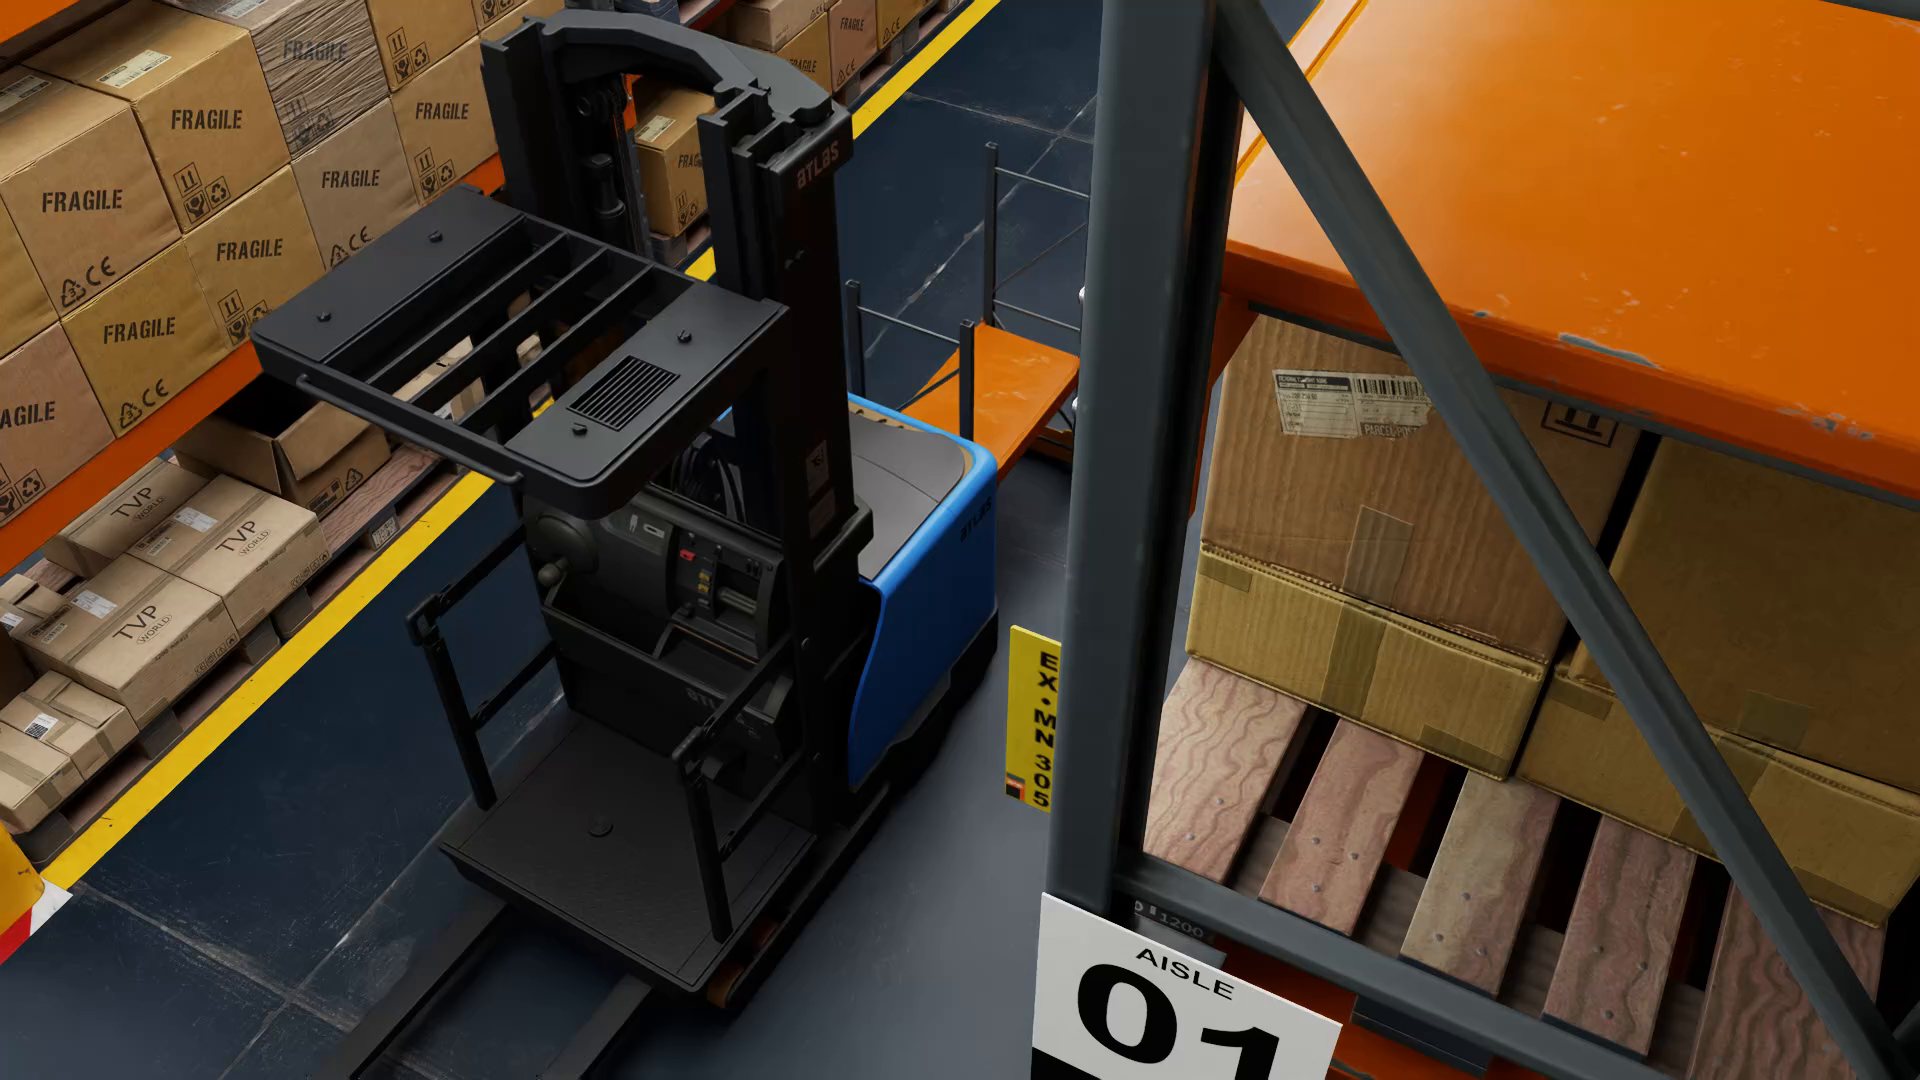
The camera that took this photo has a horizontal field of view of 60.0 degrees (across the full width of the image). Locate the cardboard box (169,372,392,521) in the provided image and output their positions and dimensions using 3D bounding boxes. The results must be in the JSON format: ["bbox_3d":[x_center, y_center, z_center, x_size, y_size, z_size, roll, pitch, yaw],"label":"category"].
[{"bbox_3d":[-2.823,-0.490,6.851,0.797,0.503,0.637,20,49,19],"label":"cardboard box"}]

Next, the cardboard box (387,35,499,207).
[{"bbox_3d":[-2.198,-1.708,6.539,0.500,0.500,0.500,22,49,20],"label":"cardboard box"}]

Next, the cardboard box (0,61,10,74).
[{"bbox_3d":[-3.378,-1.283,5.415,0.500,0.500,0.500,22,49,20],"label":"cardboard box"}]

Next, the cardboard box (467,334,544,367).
[{"bbox_3d":[-2.089,-0.842,7.448,0.380,0.149,0.250,20,49,19],"label":"cardboard box"}]

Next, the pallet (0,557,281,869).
[{"bbox_3d":[-3.407,0.552,6.336,1.003,0.211,1.213,20,49,19],"label":"pallet"}]

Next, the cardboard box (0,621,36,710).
[{"bbox_3d":[-3.778,0.422,5.952,0.500,0.500,0.500,20,49,19],"label":"cardboard box"}]

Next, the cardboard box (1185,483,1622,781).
[{"bbox_3d":[0.682,0.022,2.530,0.500,0.250,0.500,22,49,20],"label":"cardboard box"}]

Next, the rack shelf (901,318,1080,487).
[{"bbox_3d":[0.073,-0.478,6.701,0.538,0.185,1.000,22,49,20],"label":"rack shelf"}]

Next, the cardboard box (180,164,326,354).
[{"bbox_3d":[-2.668,-1.062,5.900,0.500,0.500,0.500,21,49,20],"label":"cardboard box"}]

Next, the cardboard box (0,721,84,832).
[{"bbox_3d":[-3.313,0.819,5.806,0.380,0.149,0.250,20,49,19],"label":"cardboard box"}]

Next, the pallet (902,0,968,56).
[{"bbox_3d":[-0.478,-3.480,10.321,1.003,0.211,1.213,20,49,19],"label":"pallet"}]

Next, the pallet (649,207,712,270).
[{"bbox_3d":[-1.611,-1.943,8.801,1.003,0.211,1.213,20,49,19],"label":"pallet"}]

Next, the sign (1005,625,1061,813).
[{"bbox_3d":[0.103,0.229,2.018,0.100,0.325,0.005,20,49,19],"label":"sign"}]

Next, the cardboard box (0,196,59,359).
[{"bbox_3d":[-3.136,-0.789,4.927,0.500,0.500,0.500,21,49,19],"label":"cardboard box"}]

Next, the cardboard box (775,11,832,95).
[{"bbox_3d":[-1.038,-2.550,8.890,0.500,0.500,0.500,21,49,20],"label":"cardboard box"}]

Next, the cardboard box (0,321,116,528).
[{"bbox_3d":[-3.137,-0.432,5.278,0.500,0.500,0.500,20,49,19],"label":"cardboard box"}]

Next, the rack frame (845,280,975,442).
[{"bbox_3d":[-0.176,-0.289,6.262,0.500,1.500,0.032,22,49,20],"label":"rack frame"}]

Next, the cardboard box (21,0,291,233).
[{"bbox_3d":[-2.665,-1.423,5.554,0.500,0.500,0.500,20,49,19],"label":"cardboard box"}]

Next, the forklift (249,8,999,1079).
[{"bbox_3d":[-1.040,0.137,4.834,1.130,2.935,3.031,23,50,21],"label":"forklift"}]

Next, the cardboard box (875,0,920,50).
[{"bbox_3d":[-0.565,-3.201,9.533,0.500,0.500,0.500,19,48,18],"label":"cardboard box"}]

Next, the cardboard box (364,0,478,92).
[{"bbox_3d":[-2.196,-2.057,6.180,0.500,0.500,0.500,20,49,18],"label":"cardboard box"}]

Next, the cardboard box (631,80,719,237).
[{"bbox_3d":[-1.515,-1.898,8.245,0.500,0.500,0.500,18,48,17],"label":"cardboard box"}]

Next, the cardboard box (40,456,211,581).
[{"bbox_3d":[-3.310,-0.079,6.622,0.500,0.250,0.500,20,49,19],"label":"cardboard box"}]

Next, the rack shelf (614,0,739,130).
[{"bbox_3d":[-1.027,-3.405,8.792,1.077,0.370,4.000,20,49,19],"label":"rack shelf"}]

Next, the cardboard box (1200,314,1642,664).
[{"bbox_3d":[0.676,-0.244,2.266,0.500,0.500,0.500,20,49,19],"label":"cardboard box"}]

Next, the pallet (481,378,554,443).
[{"bbox_3d":[-2.275,-0.985,7.855,1.003,0.211,1.213,20,49,19],"label":"pallet"}]

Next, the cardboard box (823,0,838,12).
[{"bbox_3d":[-0.818,-3.108,8.913,0.500,0.250,0.500,20,49,18],"label":"cardboard box"}]

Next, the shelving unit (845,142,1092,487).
[{"bbox_3d":[0.069,-0.599,6.568,0.587,1.500,1.083,22,49,20],"label":"shelving unit"}]

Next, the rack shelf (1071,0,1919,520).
[{"bbox_3d":[1.506,-1.220,2.696,1.077,0.370,4.000,20,49,19],"label":"rack shelf"}]

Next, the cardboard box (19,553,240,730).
[{"bbox_3d":[-3.076,0.370,6.179,0.500,0.250,0.500,20,49,19],"label":"cardboard box"}]

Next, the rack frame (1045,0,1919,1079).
[{"bbox_3d":[0.578,-0.354,1.053,1.000,3.000,0.127,20,49,19],"label":"rack frame"}]
